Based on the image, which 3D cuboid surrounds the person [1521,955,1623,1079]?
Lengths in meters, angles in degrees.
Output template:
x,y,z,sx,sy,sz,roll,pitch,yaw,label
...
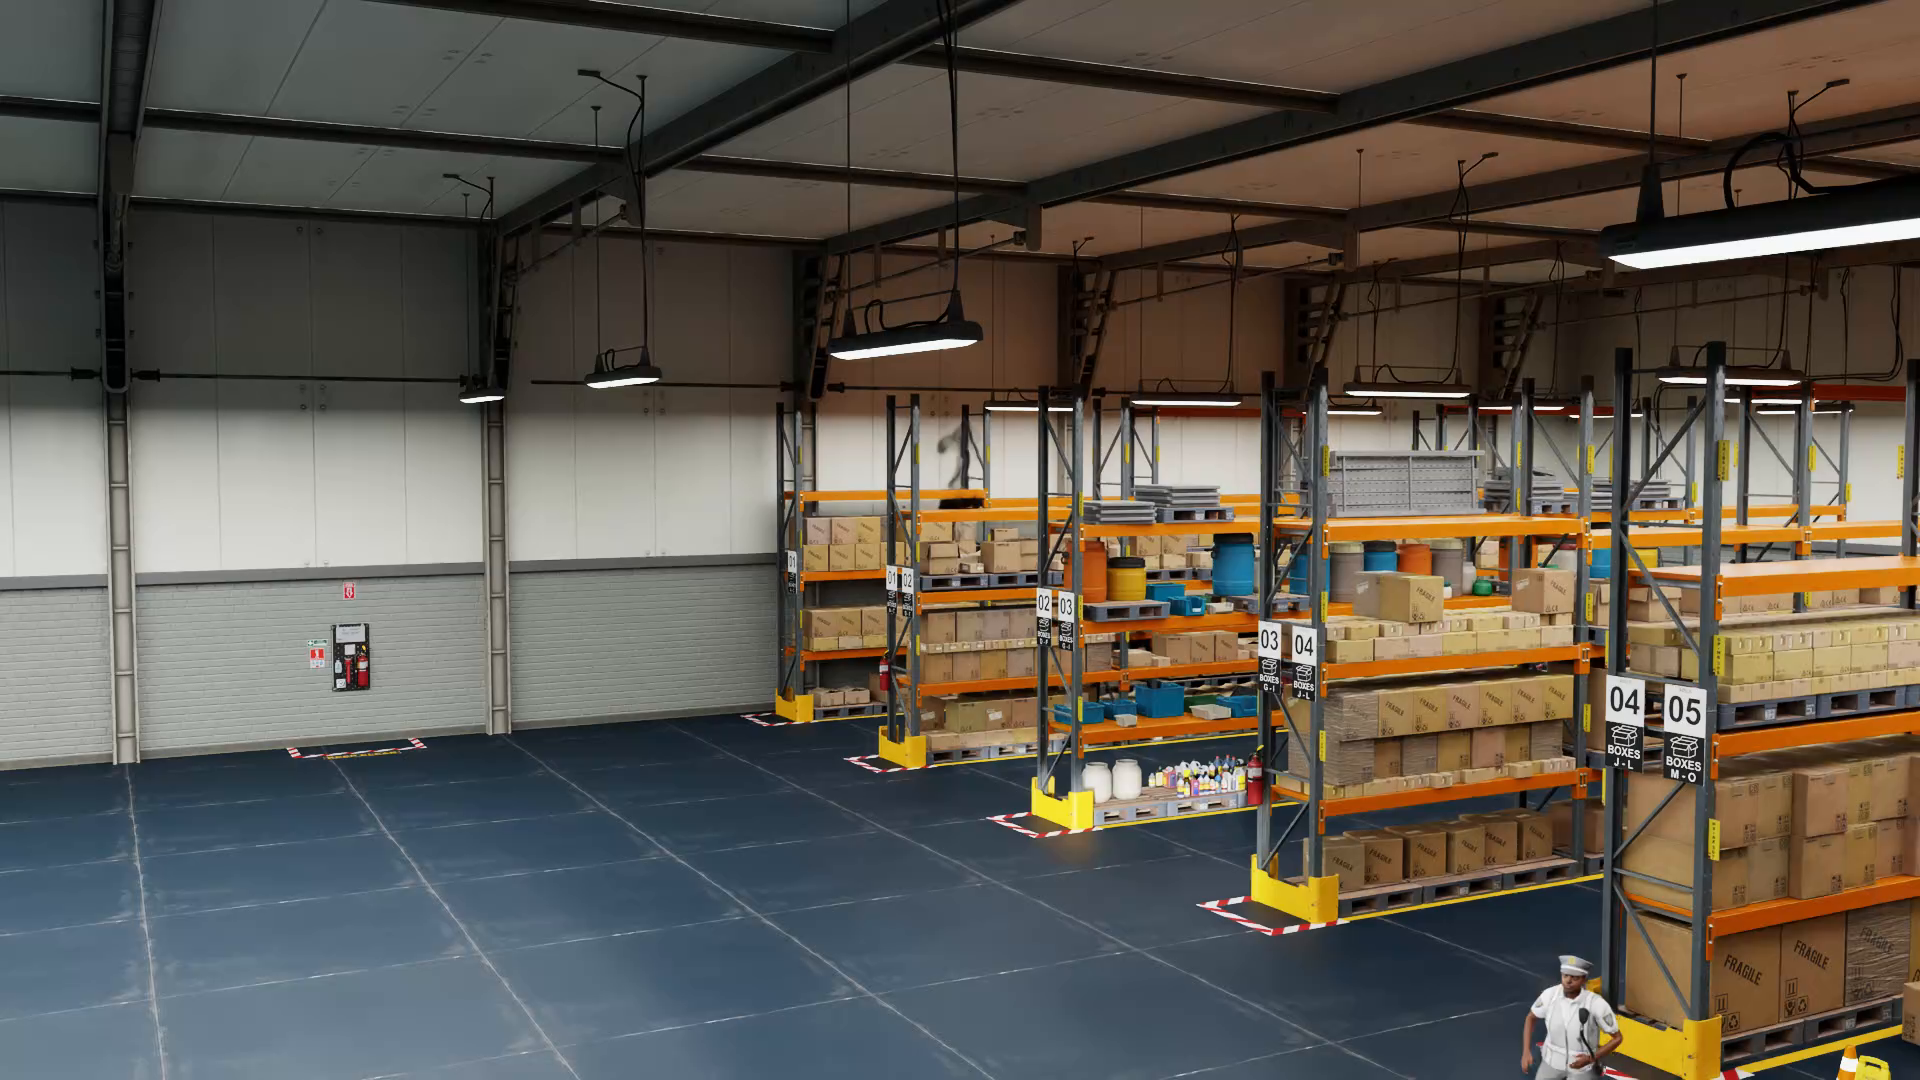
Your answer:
x,y,z,sx,sy,sz,roll,pitch,yaw,label
4.251,3.708,11.687,0.767,1.681,0.583,2,4,31,person
